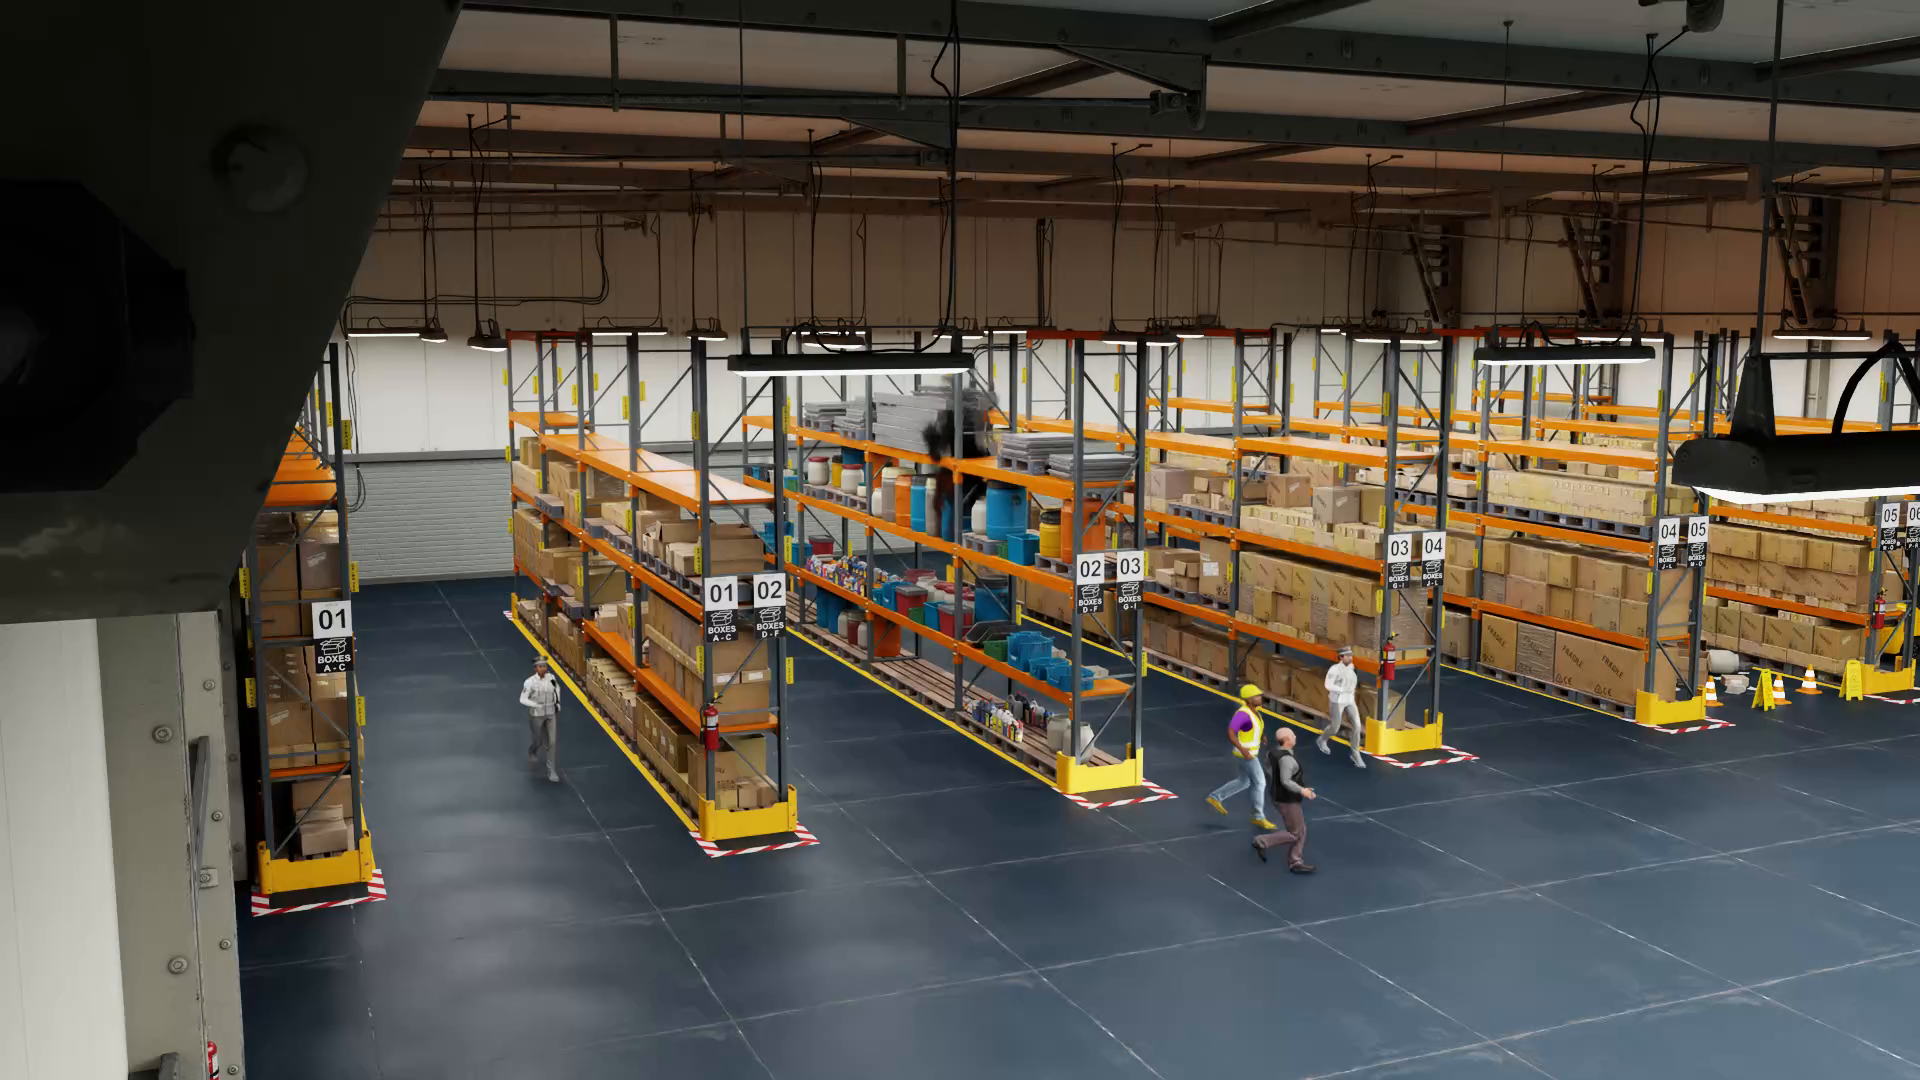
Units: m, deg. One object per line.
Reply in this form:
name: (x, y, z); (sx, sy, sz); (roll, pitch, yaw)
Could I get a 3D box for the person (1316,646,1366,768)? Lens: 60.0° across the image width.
person: (5.393, 2.313, 23.541); (0.644, 1.716, 0.897); (-4, 9, -27)

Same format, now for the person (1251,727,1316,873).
person: (3.668, 2.951, 18.838); (0.778, 1.689, 0.661); (-1, 8, -4)

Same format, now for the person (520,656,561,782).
person: (-5.714, 2.402, 22.780); (0.616, 1.692, 0.901); (-5, 9, -32)

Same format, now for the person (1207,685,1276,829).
person: (3.513, 2.657, 20.648); (0.877, 1.780, 0.715); (2, 8, 14)
